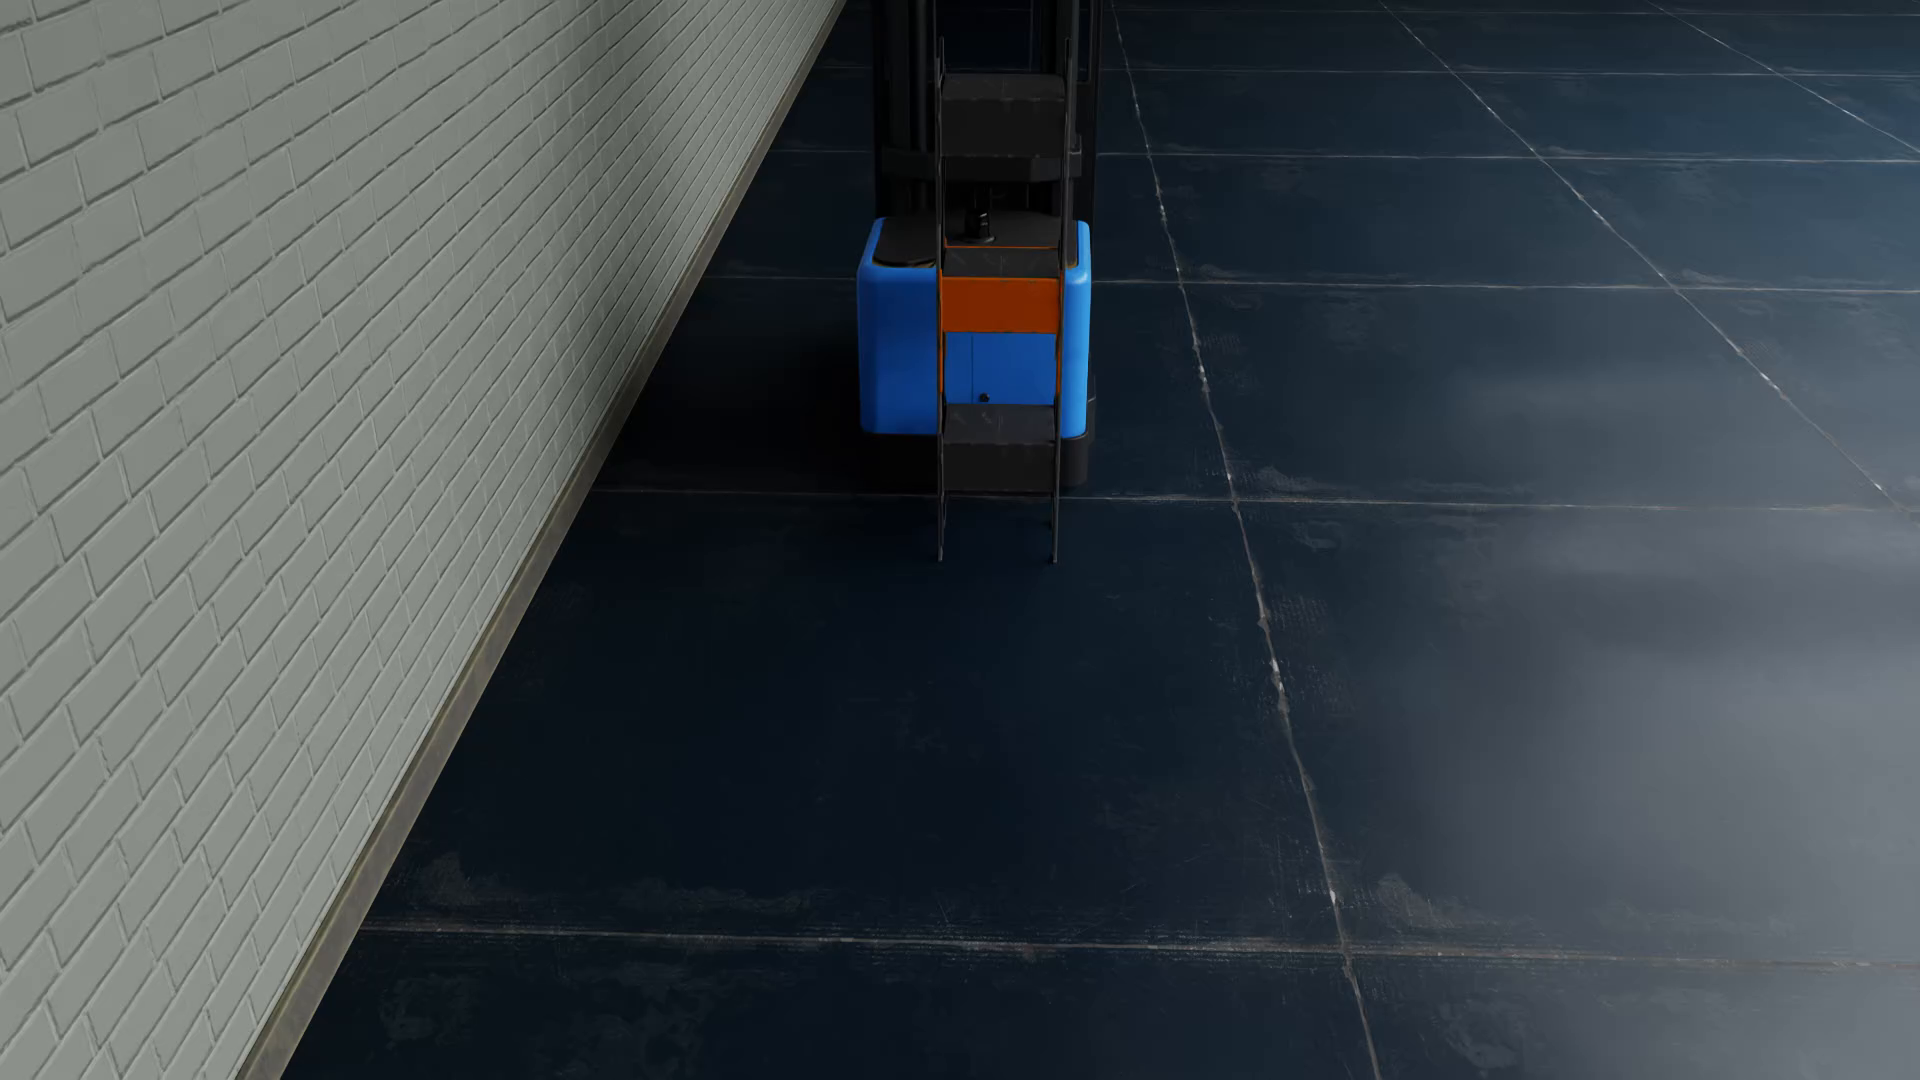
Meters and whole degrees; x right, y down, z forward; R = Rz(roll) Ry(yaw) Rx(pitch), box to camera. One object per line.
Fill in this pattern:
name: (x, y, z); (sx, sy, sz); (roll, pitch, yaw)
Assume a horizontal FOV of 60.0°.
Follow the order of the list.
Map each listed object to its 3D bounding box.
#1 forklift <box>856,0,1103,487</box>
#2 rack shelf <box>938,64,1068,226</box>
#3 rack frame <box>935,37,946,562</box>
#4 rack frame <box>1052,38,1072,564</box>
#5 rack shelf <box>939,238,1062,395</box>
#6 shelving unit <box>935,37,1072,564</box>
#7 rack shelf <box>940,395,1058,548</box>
forklift: (0.138, -2.189, 8.251); (1.130, 2.935, 3.031); (2, 28, 3)
rack shelf: (0.165, -1.531, 6.432); (0.480, 0.518, 0.431); (1, 28, 2)
rack frame: (-0.078, -0.929, 6.761); (0.015, 2.100, 0.400); (1, 28, 2)
rack frame: (0.409, -0.921, 6.745); (0.015, 2.100, 0.400); (1, 28, 2)
rack shelf: (0.165, -0.913, 6.759); (0.480, 0.518, 0.431); (1, 28, 2)
shelving unit: (0.165, -0.925, 6.753); (0.503, 2.100, 0.431); (1, 28, 2)
rack shelf: (0.165, -0.294, 7.087); (0.480, 0.518, 0.431); (1, 28, 2)
